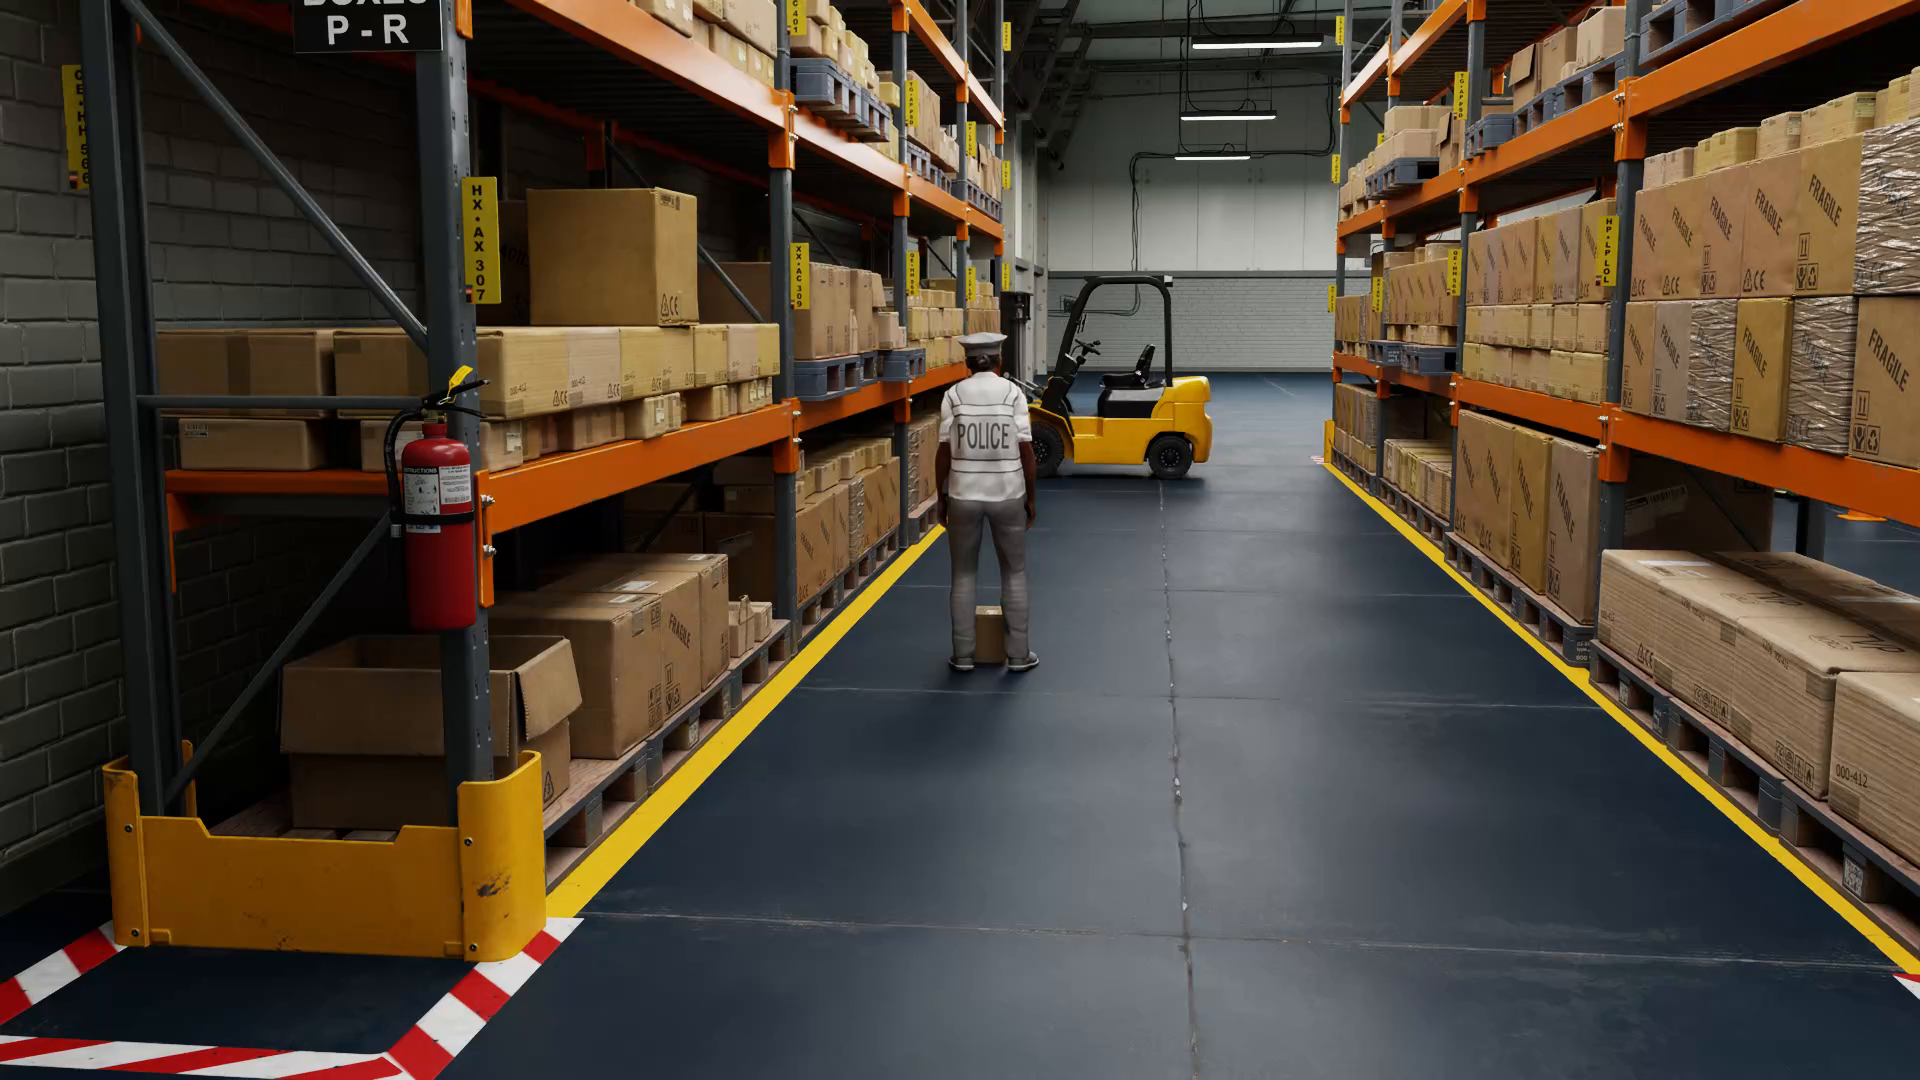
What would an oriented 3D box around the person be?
[{"bbox_3d":[0.135,-0.184,8.165,0.510,1.659,0.396,0,8,4],"label":"person"}]
